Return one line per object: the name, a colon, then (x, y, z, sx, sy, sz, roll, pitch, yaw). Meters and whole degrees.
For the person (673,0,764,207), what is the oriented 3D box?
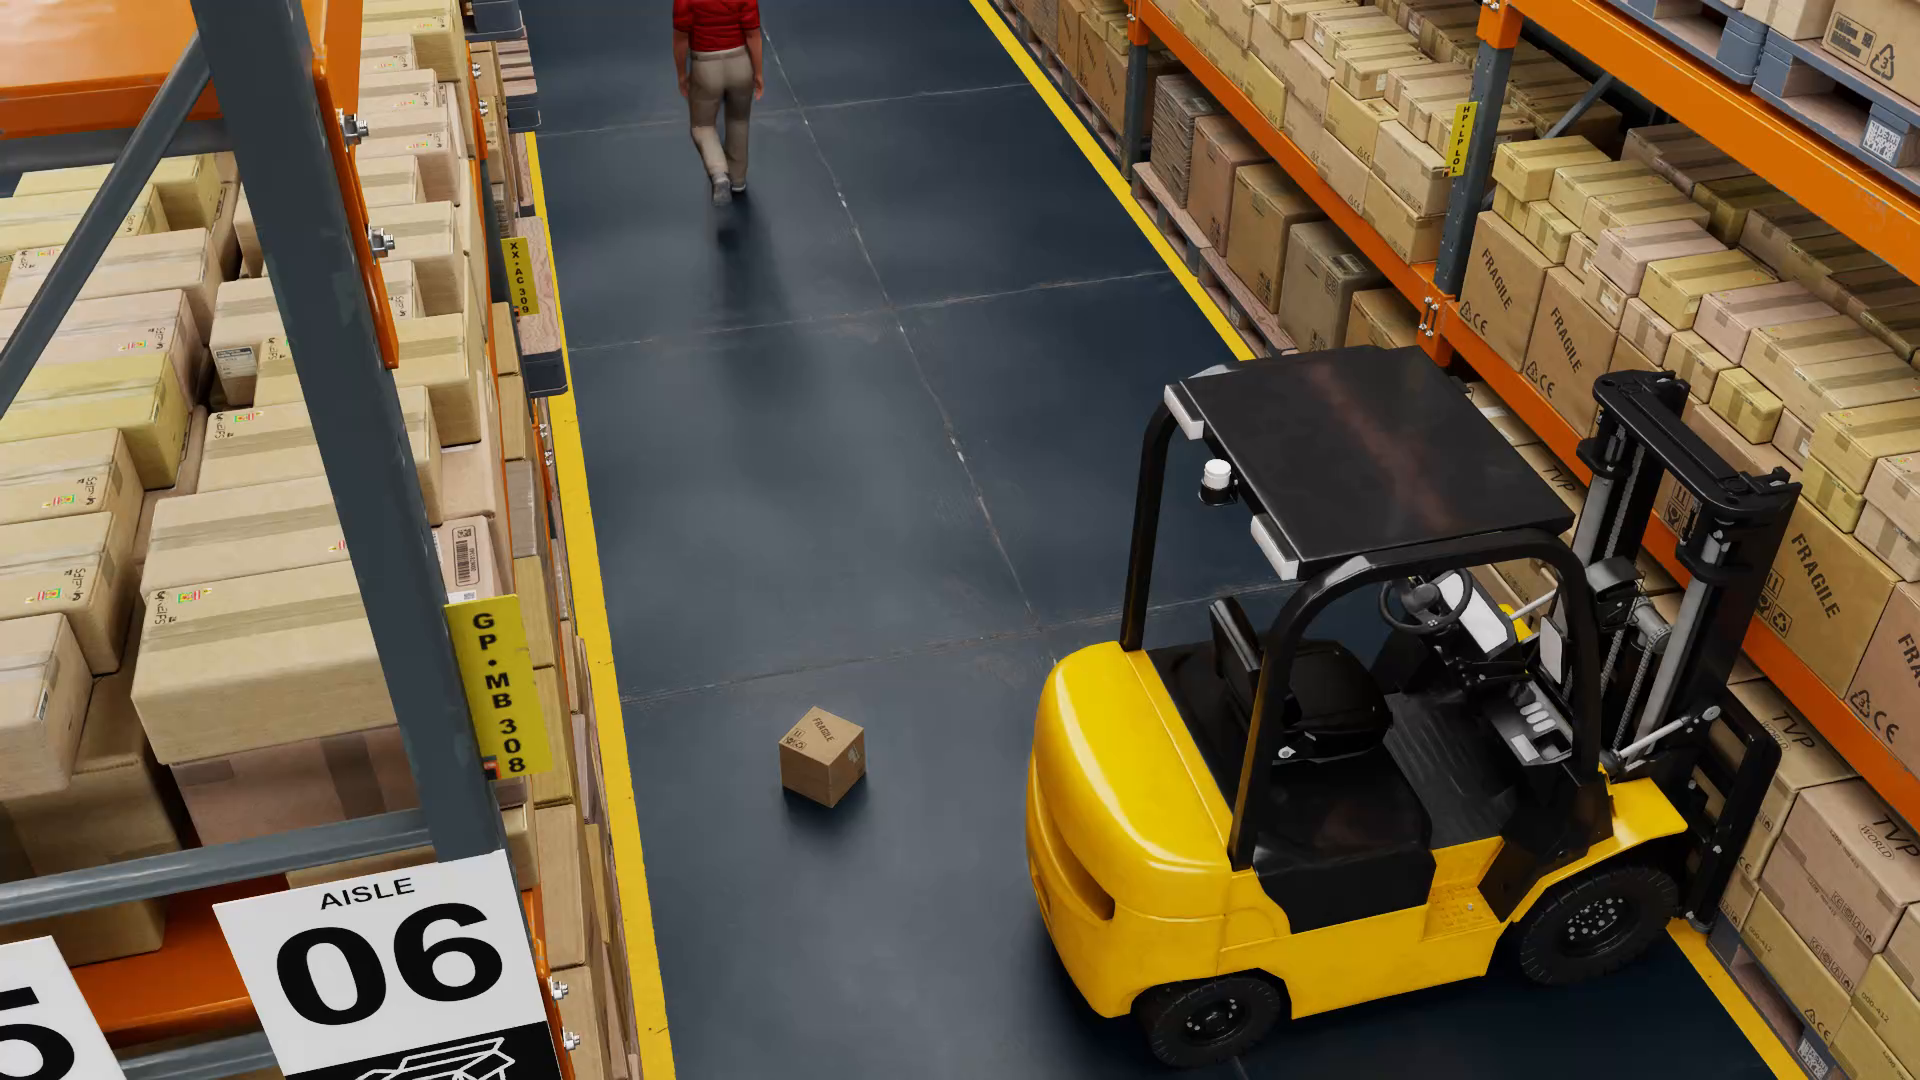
person: (-1.513, -2.941, 10.480, 0.549, 1.697, 0.750, -9, 39, -12)
